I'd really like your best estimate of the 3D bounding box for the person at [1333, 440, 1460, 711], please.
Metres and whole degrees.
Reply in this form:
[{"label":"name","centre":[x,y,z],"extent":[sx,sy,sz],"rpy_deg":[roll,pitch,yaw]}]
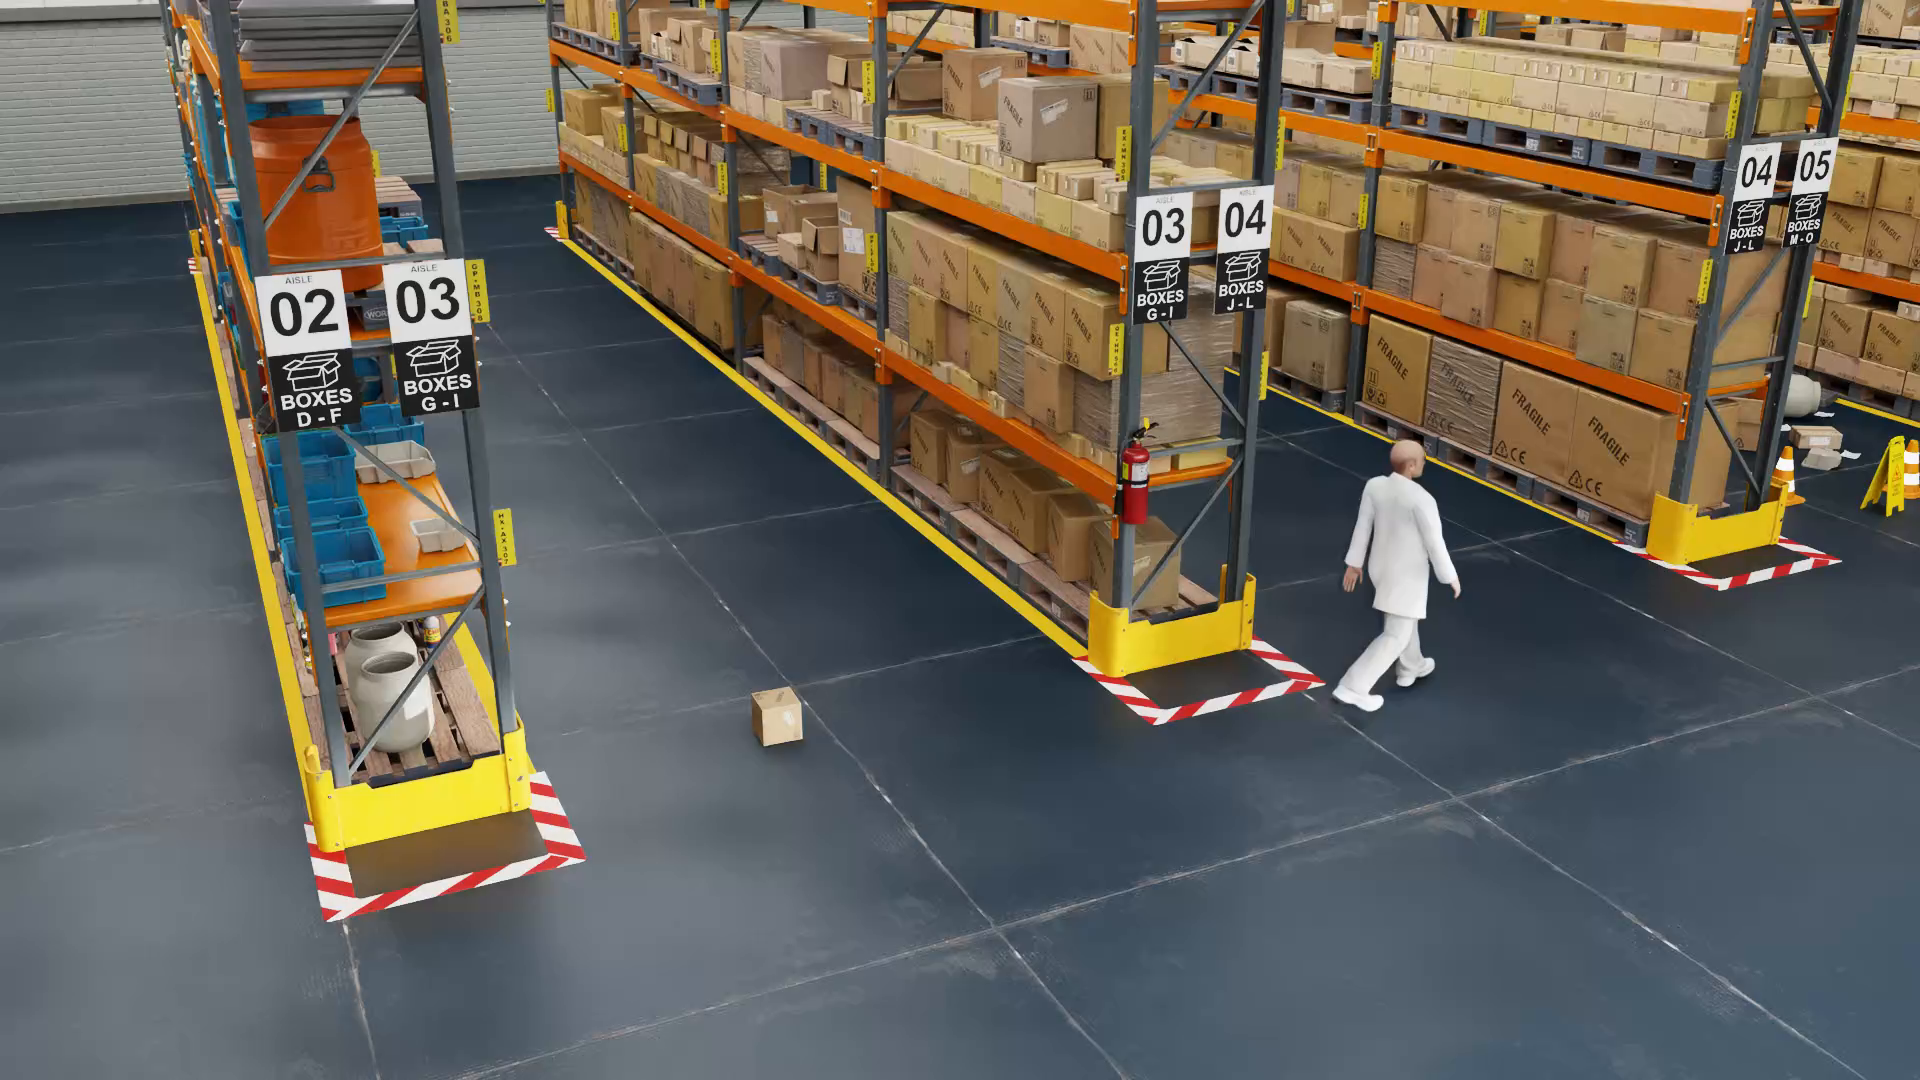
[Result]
[{"label":"person","centre":[2.767,0.207,10.533],"extent":[1.086,1.735,0.655],"rpy_deg":[-12,25,-28]}]
